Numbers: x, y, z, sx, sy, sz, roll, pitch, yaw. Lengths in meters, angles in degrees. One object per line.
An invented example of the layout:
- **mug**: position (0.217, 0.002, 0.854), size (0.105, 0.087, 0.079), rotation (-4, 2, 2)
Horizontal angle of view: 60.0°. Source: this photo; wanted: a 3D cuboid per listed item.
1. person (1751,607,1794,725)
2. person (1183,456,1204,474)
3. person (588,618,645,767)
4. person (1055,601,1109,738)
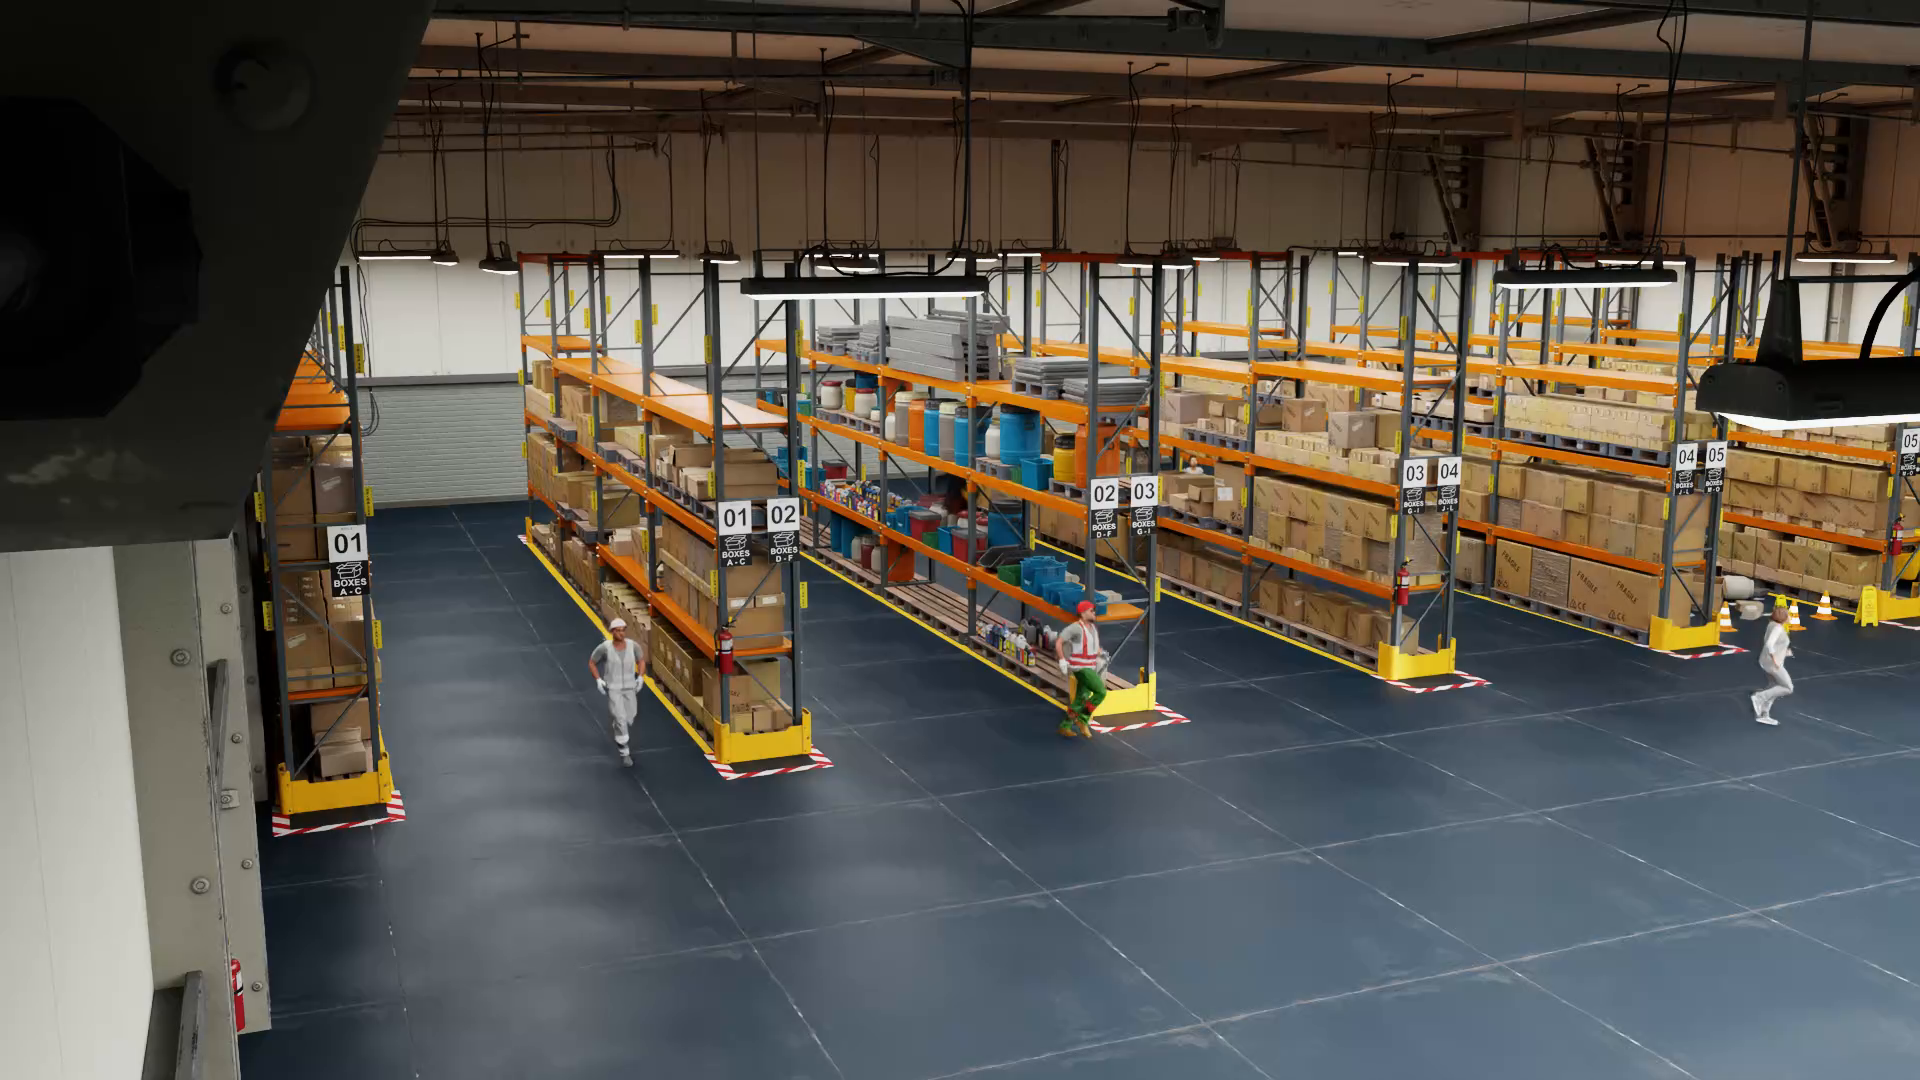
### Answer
- **person**: position (10.697, 1.645, 21.775), size (0.455, 1.558, 0.548), rotation (2, 11, 11)
- **person**: position (5.059, -1.026, 36.149), size (0.564, 1.644, 0.603), rotation (-2, 11, -13)
- **person**: position (-4.169, 1.810, 20.324), size (0.683, 1.773, 0.833), rotation (-6, 12, -29)
- **person**: position (1.618, 1.636, 21.176), size (0.652, 1.715, 0.694), rotation (6, 12, 29)
